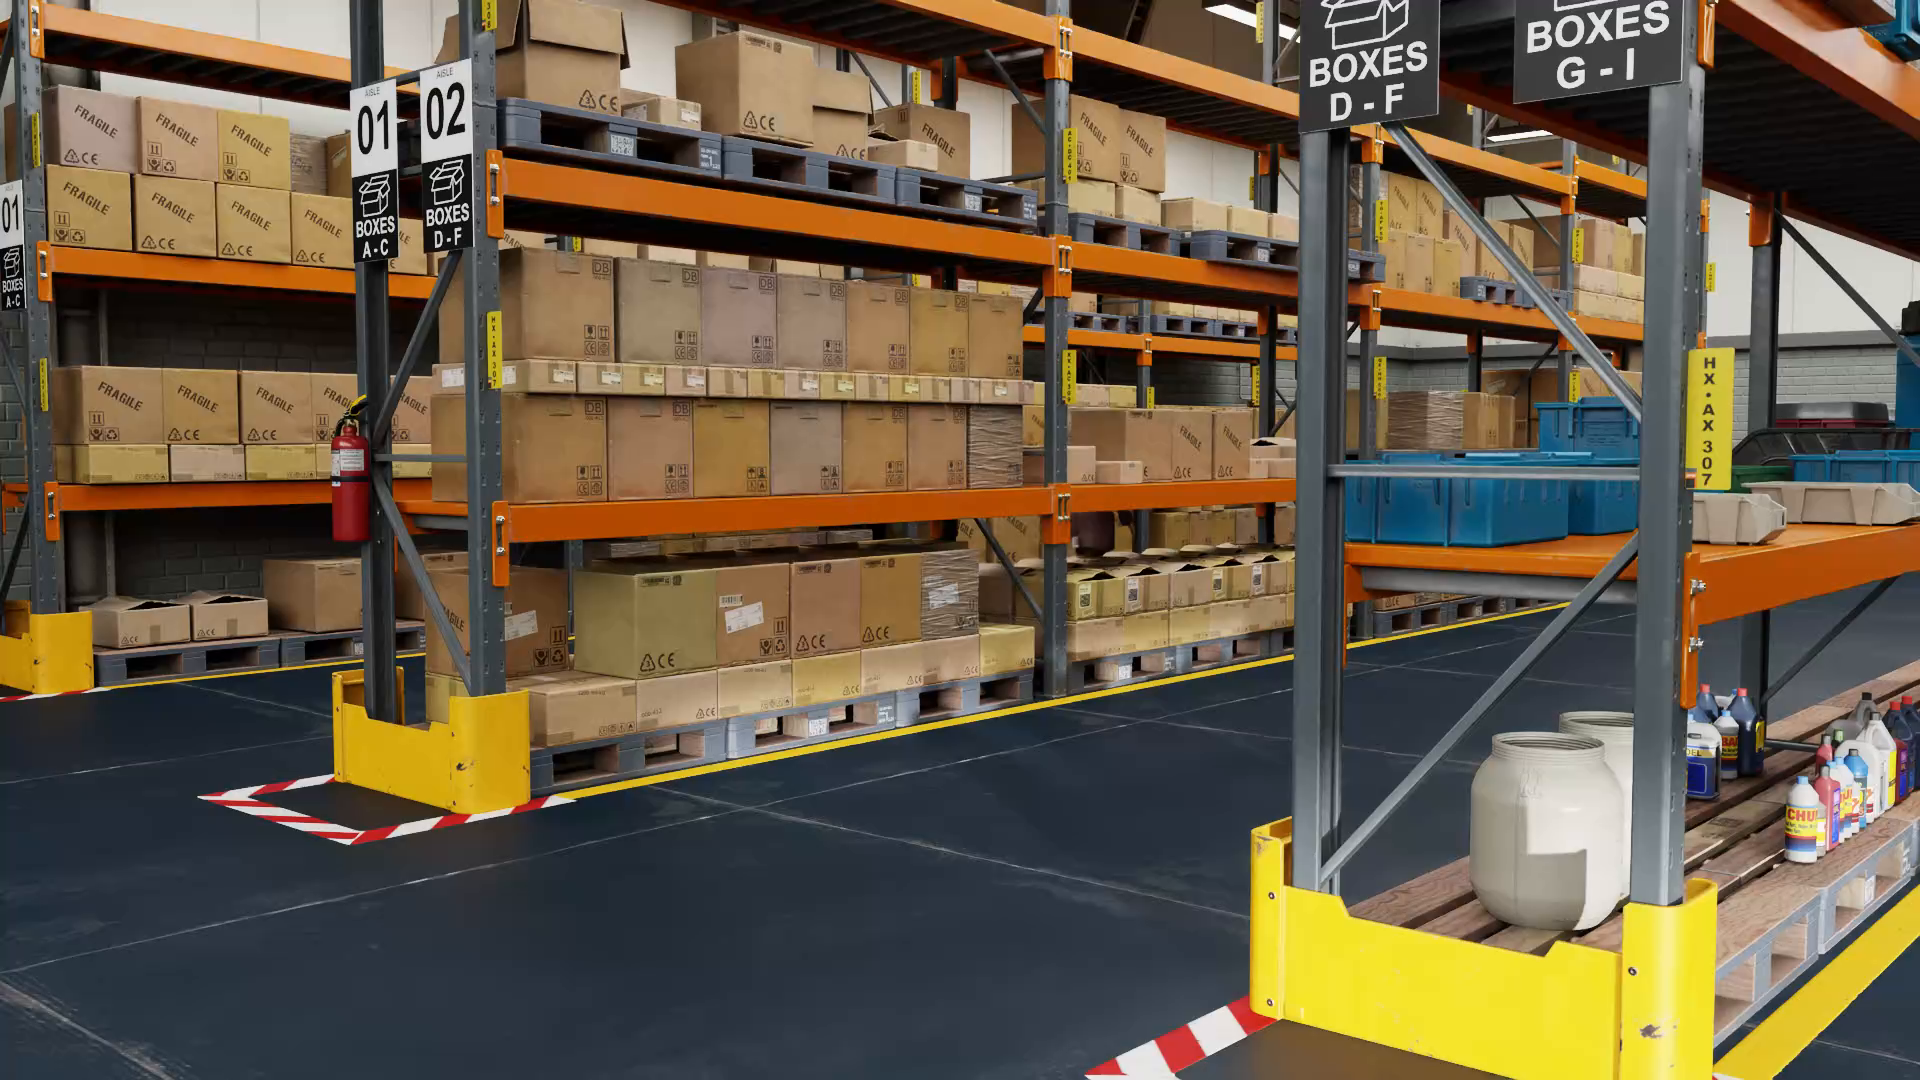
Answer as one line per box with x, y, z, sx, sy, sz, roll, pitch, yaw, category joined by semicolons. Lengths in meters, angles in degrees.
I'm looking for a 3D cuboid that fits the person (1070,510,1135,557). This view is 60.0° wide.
1.097;-0.134;13.987;0.629;1.728;1.153;2;4;35;person
